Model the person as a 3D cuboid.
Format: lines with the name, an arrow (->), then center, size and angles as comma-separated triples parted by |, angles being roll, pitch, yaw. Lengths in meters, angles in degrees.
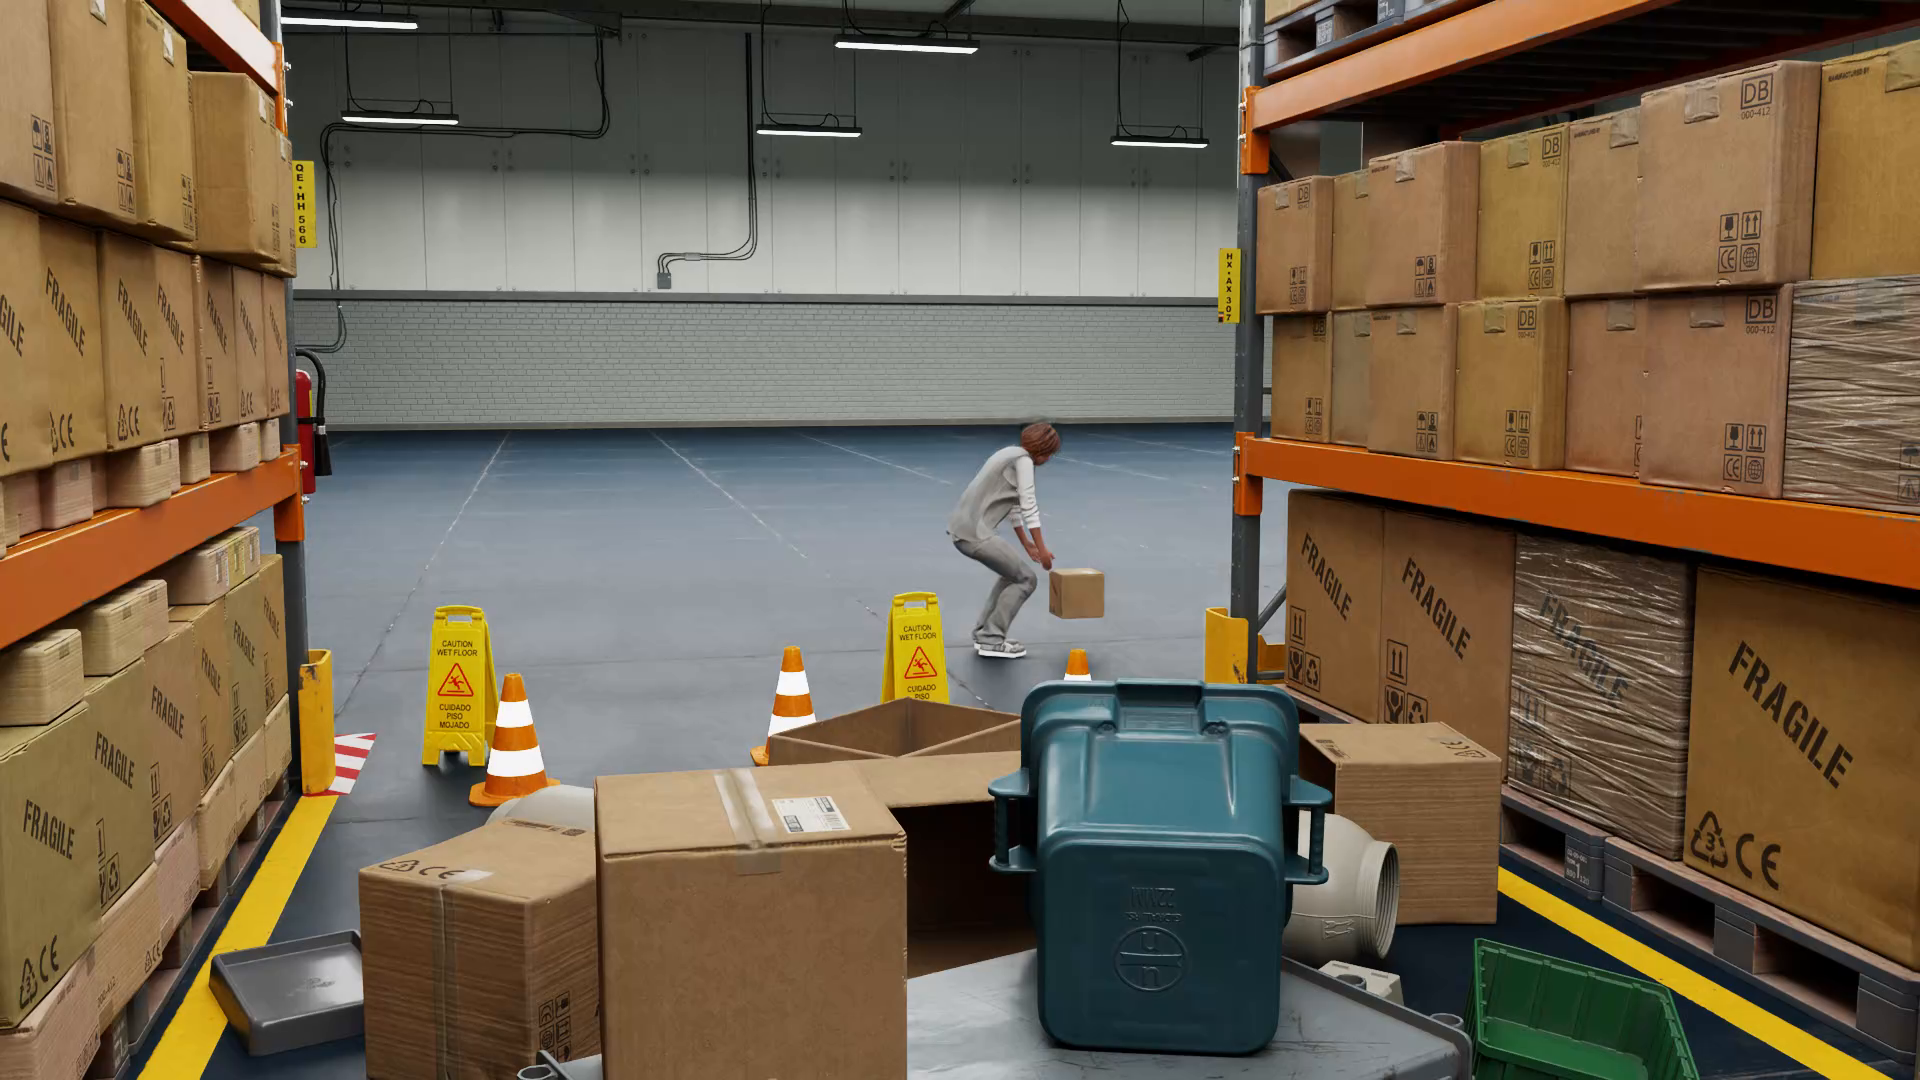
person -> 0.240, 0.001, 9.319 | 0.656, 1.284, 0.463 | -2, 7, -14
